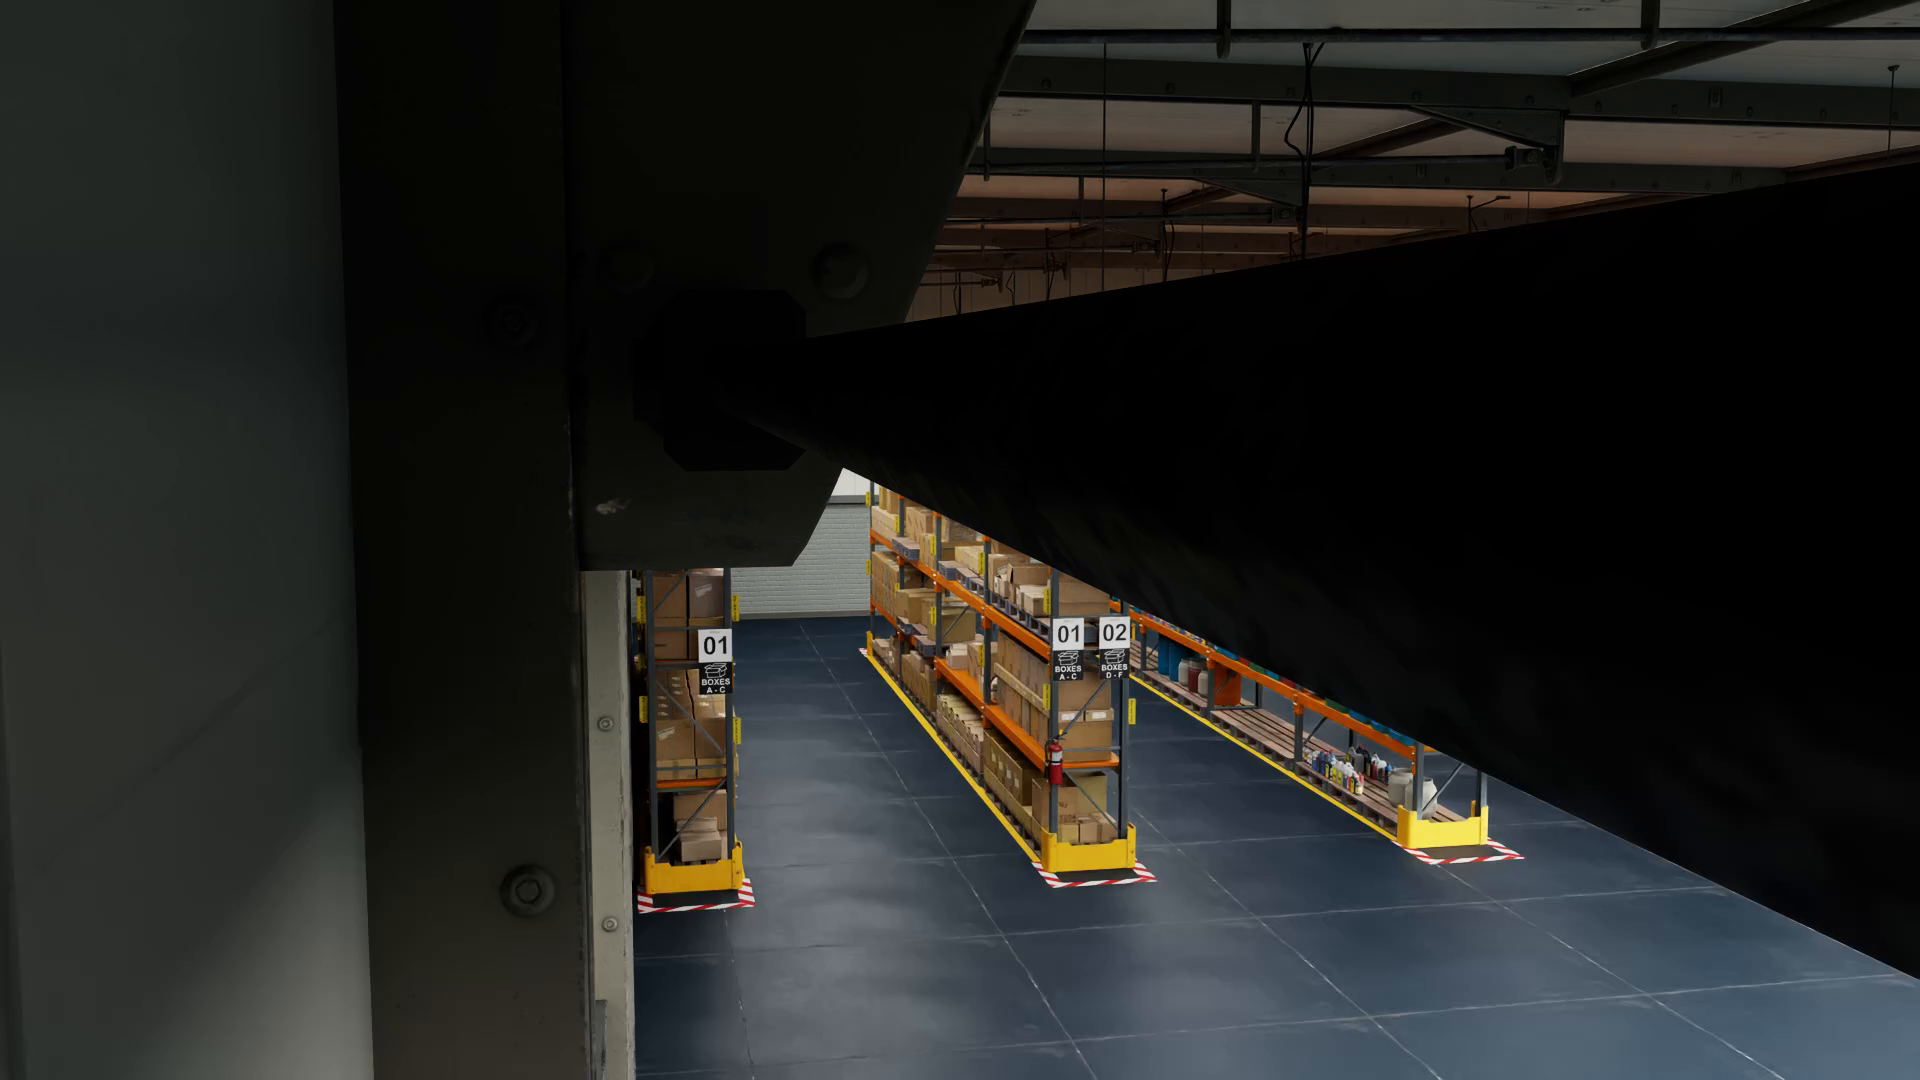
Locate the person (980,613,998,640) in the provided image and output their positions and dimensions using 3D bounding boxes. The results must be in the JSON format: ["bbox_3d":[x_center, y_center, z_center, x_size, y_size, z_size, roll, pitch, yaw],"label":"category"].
[{"bbox_3d":[0.590,1.796,35.755,0.606,1.594,0.495,-4,7,-37],"label":"person"}]
